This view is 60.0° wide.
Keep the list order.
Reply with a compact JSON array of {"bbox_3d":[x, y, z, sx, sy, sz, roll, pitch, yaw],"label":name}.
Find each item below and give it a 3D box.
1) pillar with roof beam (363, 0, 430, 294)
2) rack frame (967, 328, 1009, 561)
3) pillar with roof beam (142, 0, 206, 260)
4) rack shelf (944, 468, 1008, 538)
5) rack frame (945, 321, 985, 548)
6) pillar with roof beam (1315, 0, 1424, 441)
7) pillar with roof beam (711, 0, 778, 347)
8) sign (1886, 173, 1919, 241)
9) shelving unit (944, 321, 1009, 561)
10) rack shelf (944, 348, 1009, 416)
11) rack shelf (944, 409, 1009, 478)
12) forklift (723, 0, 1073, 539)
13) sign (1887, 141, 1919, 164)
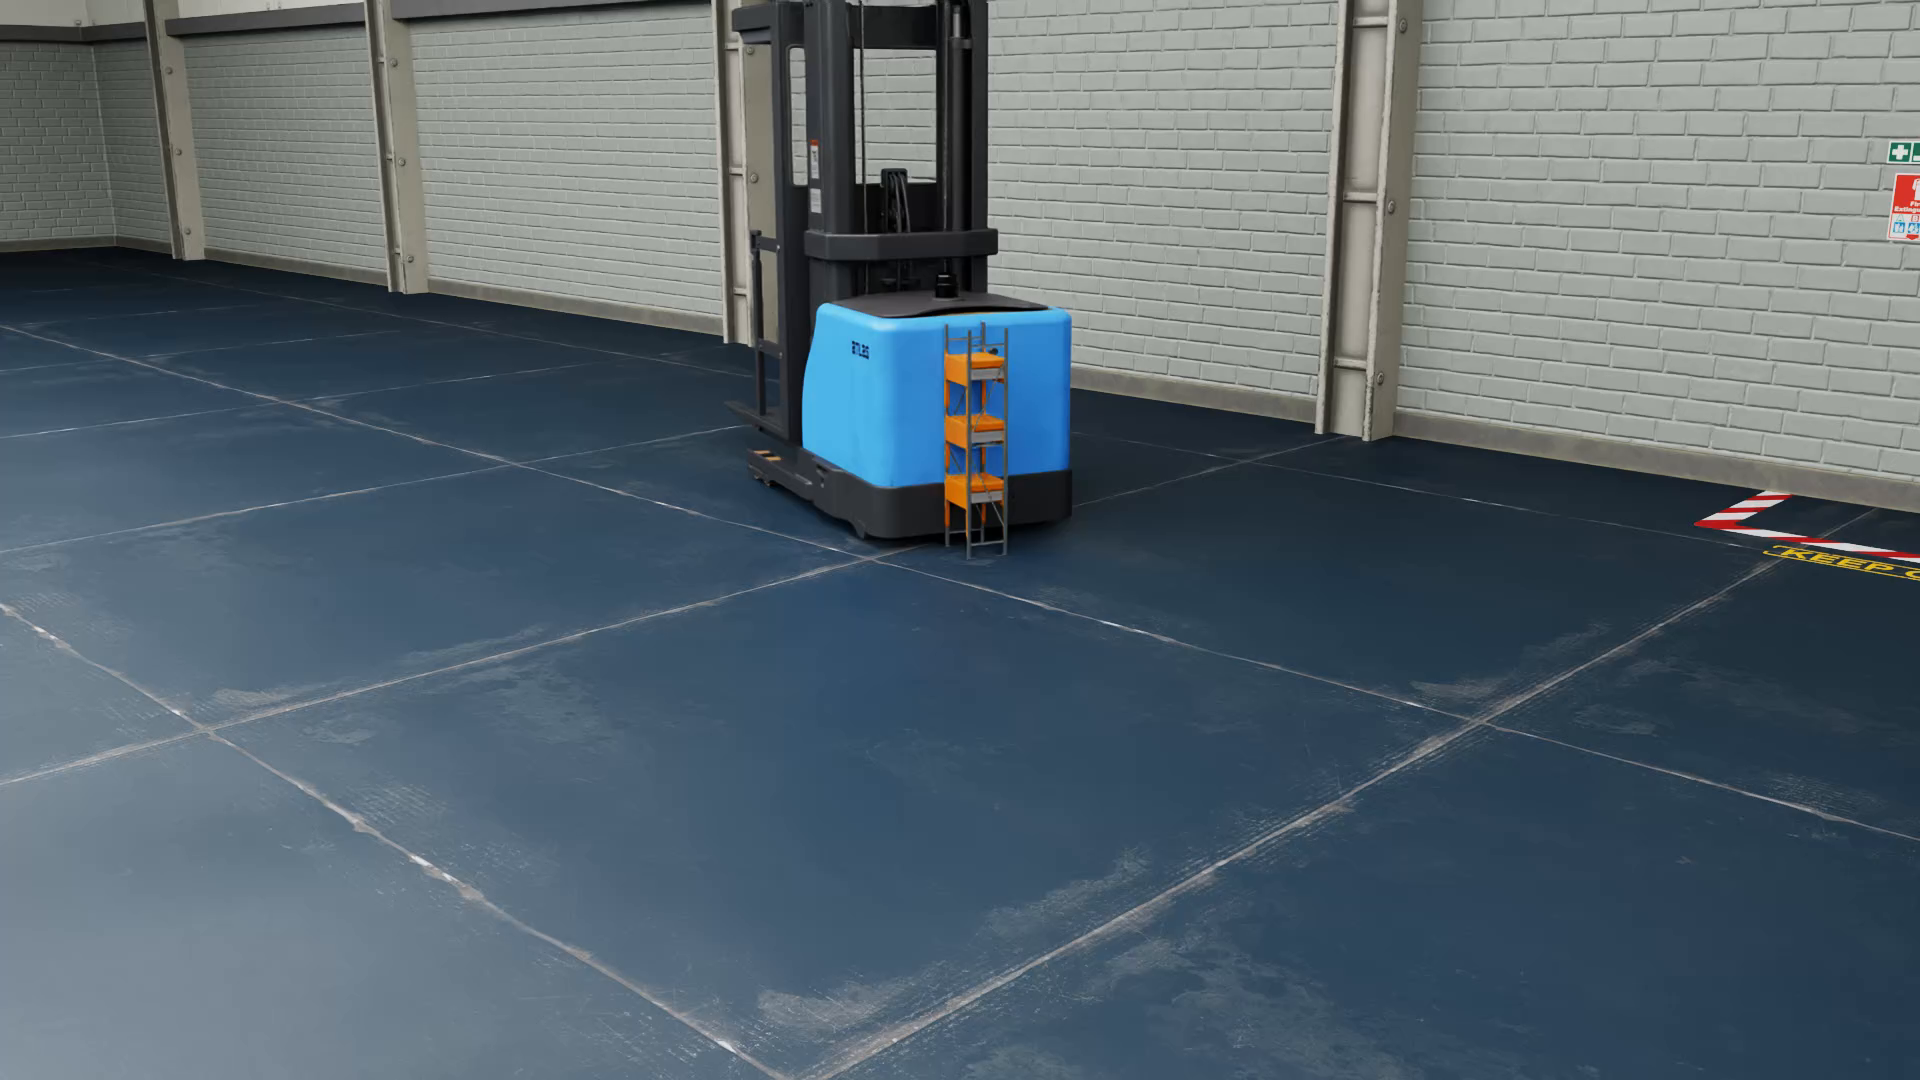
[{"bbox_3d":[-9.133,-6.346,14.438,0.400,9.000,9.100,14,20,42],"label":"pillar with roof beam"},{"bbox_3d":[0.124,-0.424,7.477,0.200,1.050,0.008,-7,16,-24],"label":"rack frame"},{"bbox_3d":[-13.452,-7.396,18.468,0.400,9.000,9.100,14,20,42],"label":"pillar with roof beam"},{"bbox_3d":[0.074,-0.173,7.658,0.215,0.259,0.240,-7,16,-24],"label":"rack shelf"},{"bbox_3d":[0.023,-0.480,7.692,0.200,1.050,0.008,-7,16,-24],"label":"rack frame"},{"bbox_3d":[-0.494,-4.245,6.378,0.400,9.000,9.100,14,20,42],"label":"pillar with roof beam"},{"bbox_3d":[-4.813,-5.295,10.408,0.400,9.000,9.100,14,20,42],"label":"pillar with roof beam"},{"bbox_3d":[4.734,-1.646,8.229,0.234,0.329,0.001,14,20,42],"label":"sign"},{"bbox_3d":[0.074,-0.452,7.585,0.215,1.050,0.252,-7,16,-24],"label":"shelving unit"},{"bbox_3d":[0.074,-0.716,7.516,0.215,0.259,0.240,-7,16,-24],"label":"rack shelf"},{"bbox_3d":[0.074,-0.442,7.587,0.215,0.259,0.240,-7,16,-24],"label":"rack shelf"},{"bbox_3d":[-0.531,-1.749,8.831,1.130,2.935,3.031,-7,16,-24],"label":"forklift"},{"bbox_3d":[4.731,-1.900,8.153,0.331,0.109,0.001,14,20,42],"label":"sign"}]
